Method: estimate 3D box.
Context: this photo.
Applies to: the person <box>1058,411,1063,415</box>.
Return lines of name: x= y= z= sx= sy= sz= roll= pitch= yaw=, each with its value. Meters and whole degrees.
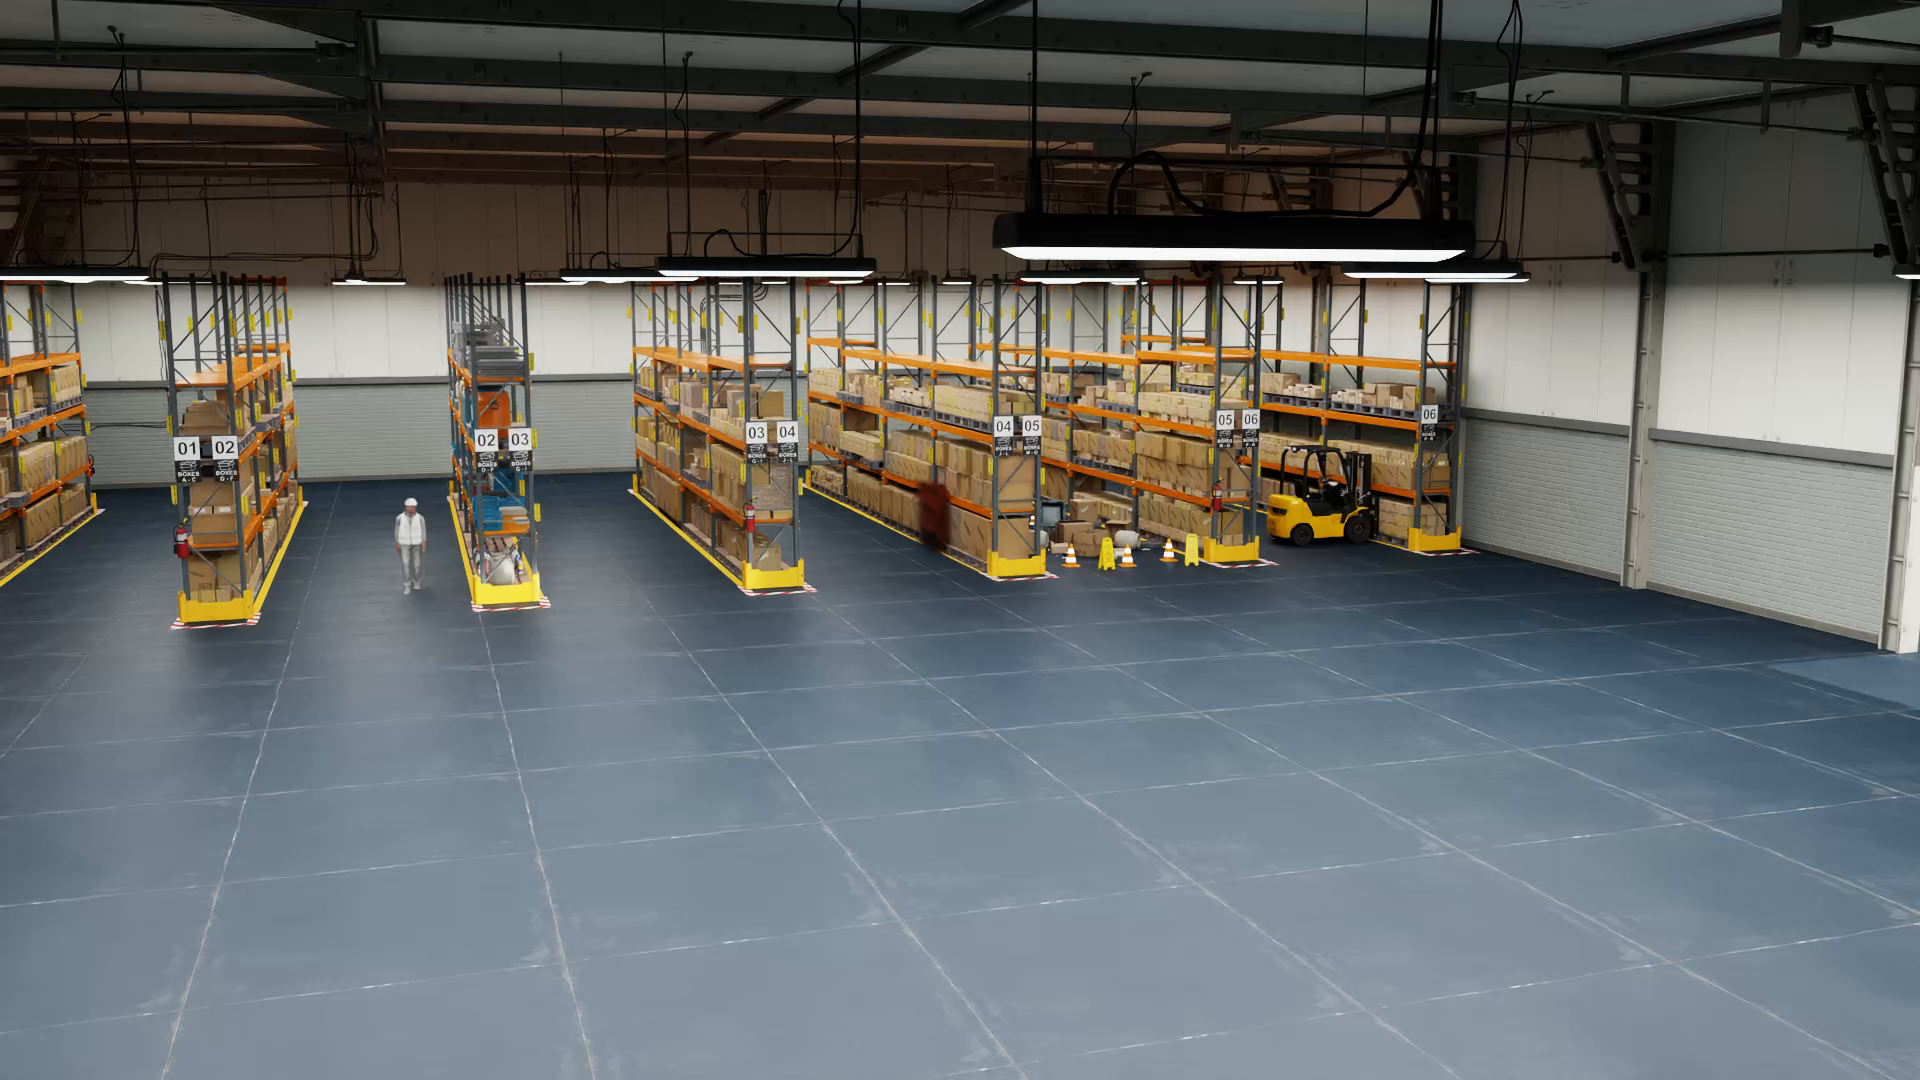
person: x=3.396 y=-3.511 z=55.675 sx=0.593 sy=1.659 sz=0.433 roll=-5 pitch=10 yaw=-32

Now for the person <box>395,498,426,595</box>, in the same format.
person: x=-10.404 y=0.116 z=31.564 sx=0.564 sy=1.797 sz=0.676 roll=-4 pitch=9 yaw=-22

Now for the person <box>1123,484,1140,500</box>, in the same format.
person: x=4.496 y=-1.697 z=43.779 sx=0.504 sy=1.667 sz=0.720 roll=-3 pitch=9 yaw=-18
